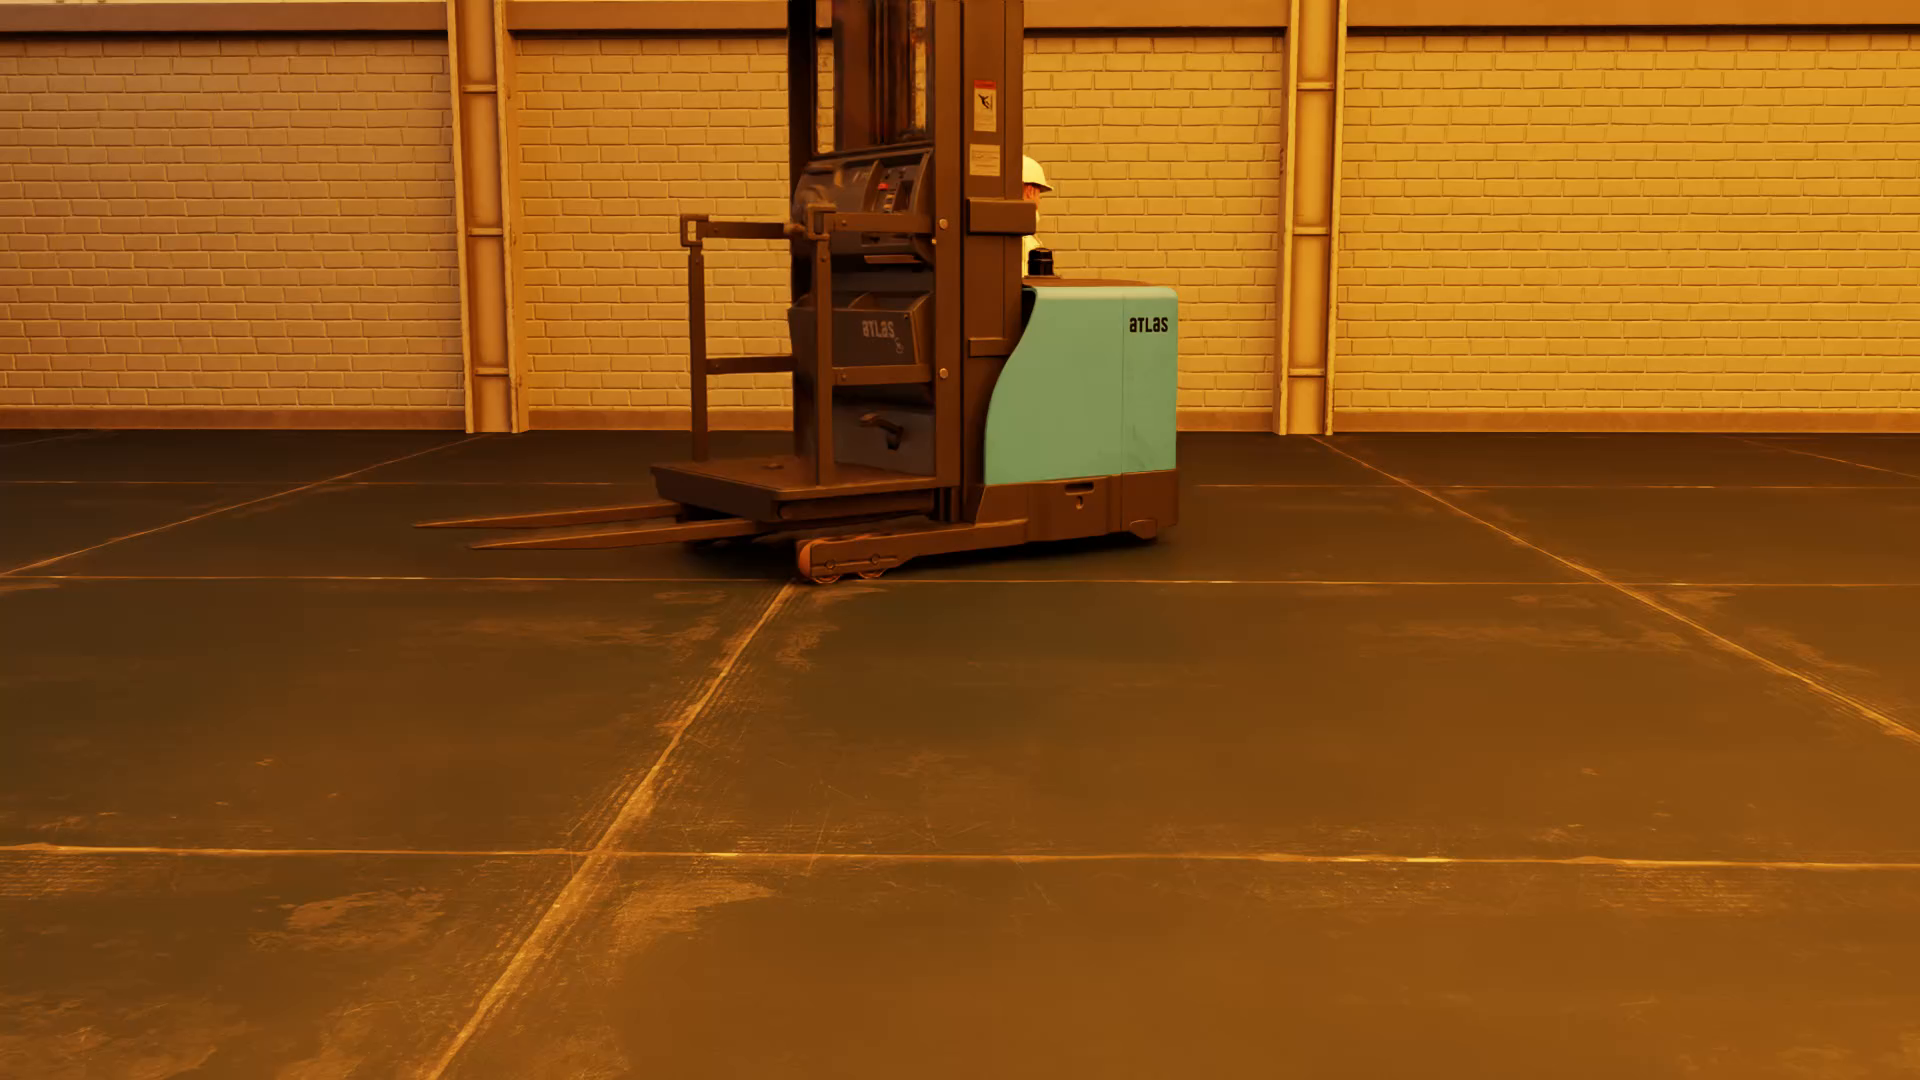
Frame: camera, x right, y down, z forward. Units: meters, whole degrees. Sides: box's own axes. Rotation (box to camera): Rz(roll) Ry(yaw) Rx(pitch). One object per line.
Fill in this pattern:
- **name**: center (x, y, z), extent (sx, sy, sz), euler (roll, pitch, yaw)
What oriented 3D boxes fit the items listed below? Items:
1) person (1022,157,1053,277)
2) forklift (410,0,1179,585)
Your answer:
- **person**: center (0.309, -1.019, 8.183), extent (0.762, 1.717, 0.703), euler (2, 9, 10)
- **forklift**: center (-0.566, -1.376, 6.427), extent (3.031, 2.935, 1.130), euler (-6, 11, -35)
